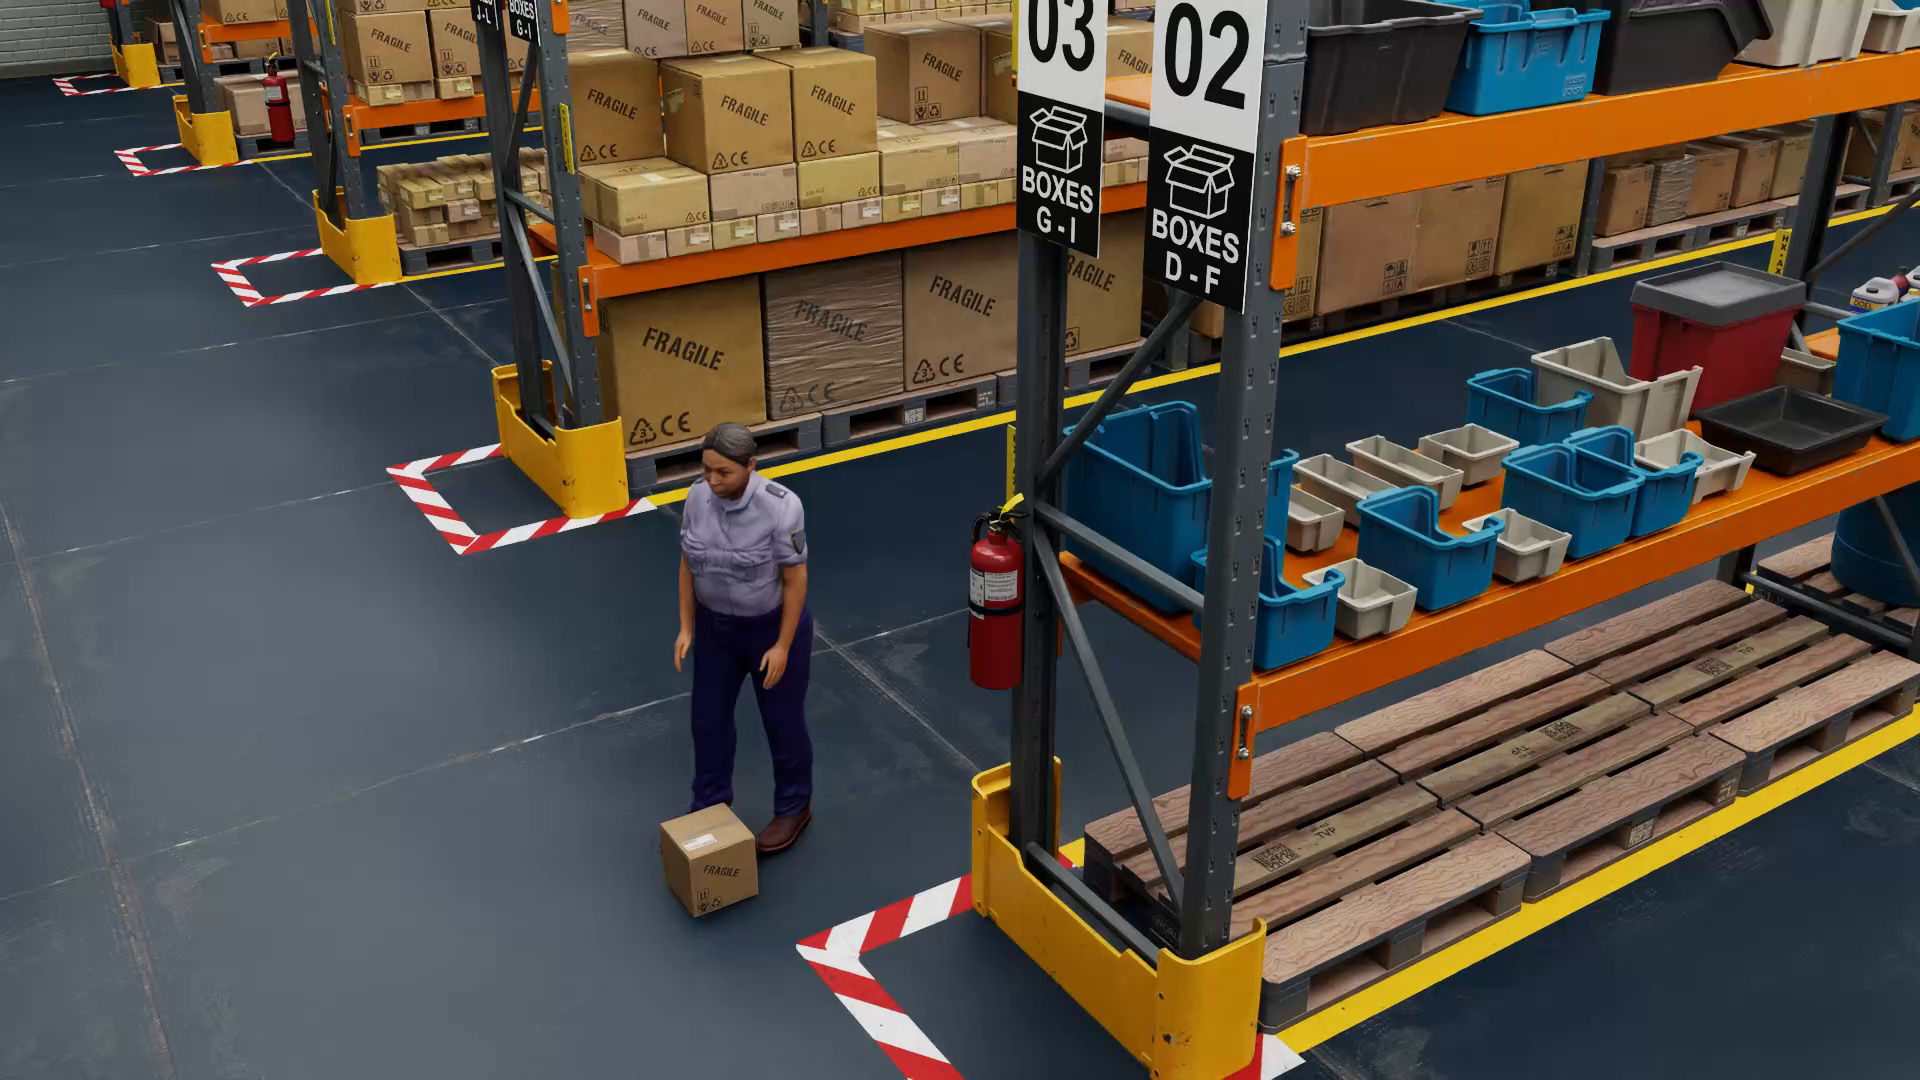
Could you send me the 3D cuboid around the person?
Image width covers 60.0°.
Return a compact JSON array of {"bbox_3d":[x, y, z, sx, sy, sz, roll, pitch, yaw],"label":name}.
[{"bbox_3d":[-0.782,0.355,5.866,0.525,1.663,0.468,10,27,20],"label":"person"}]
